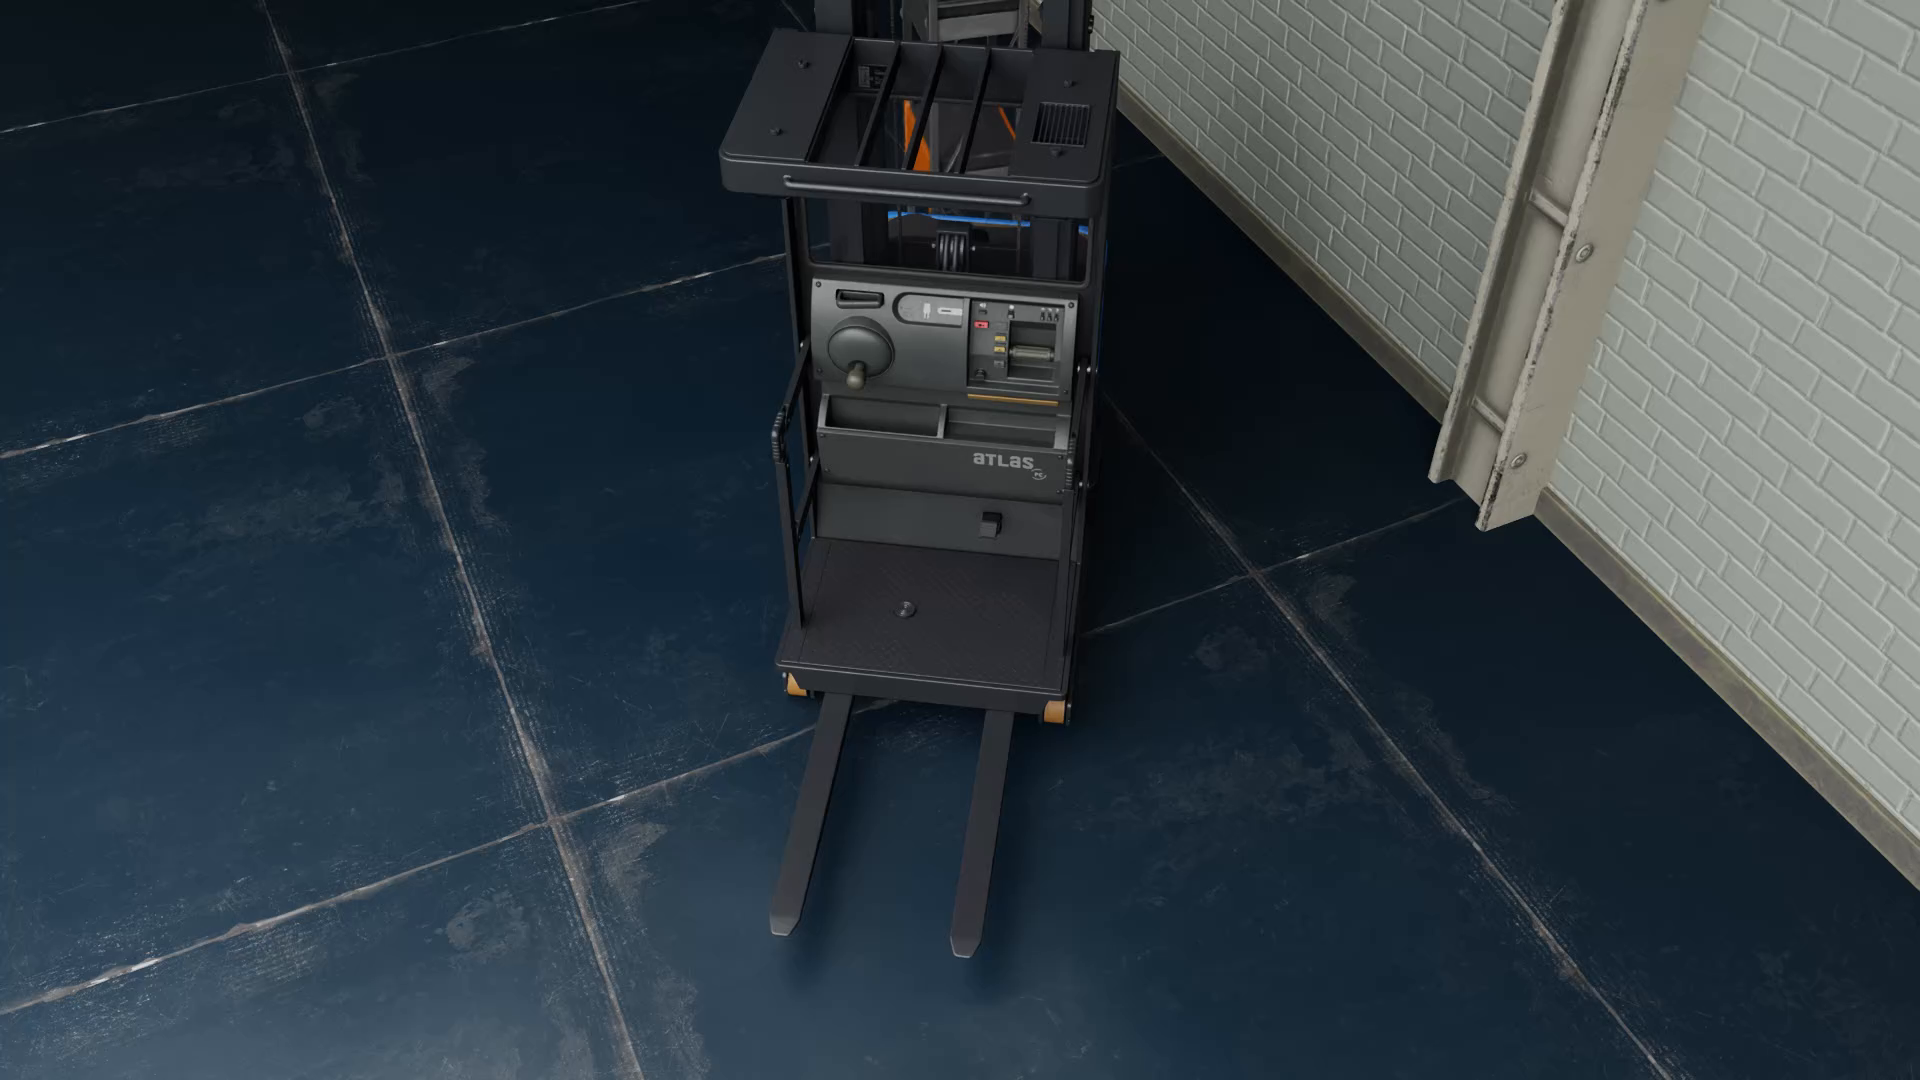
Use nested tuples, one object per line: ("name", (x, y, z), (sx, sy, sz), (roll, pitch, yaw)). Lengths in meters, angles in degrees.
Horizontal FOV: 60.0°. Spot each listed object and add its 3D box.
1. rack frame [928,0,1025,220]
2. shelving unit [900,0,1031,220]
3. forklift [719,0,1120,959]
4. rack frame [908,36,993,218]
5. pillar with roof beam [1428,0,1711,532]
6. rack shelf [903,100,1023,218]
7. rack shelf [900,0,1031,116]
("rack frame", (0.073, -1.453, 7.096), (0.400, 2.100, 0.015), (-10, 45, -10))
("shelving unit", (0.014, -1.619, 7.265), (0.431, 2.100, 0.503), (-10, 45, -10))
("forklift", (-0.086, -0.607, 5.647), (1.130, 2.935, 3.031), (6, 45, 6))
("rack frame", (-0.044, -1.785, 7.433), (0.400, 2.100, 0.015), (-10, 45, -10))
("pillar with roof beam", (-1.603, -2.138, 2.878), (9.100, 9.000, 0.400), (-18, 47, -17))
("rack shelf", (0.014, -1.609, 7.274), (0.431, 0.518, 0.480), (-10, 45, -10))
("rack shelf", (0.014, -2.108, 6.783), (0.431, 0.518, 0.480), (-10, 45, -10))
